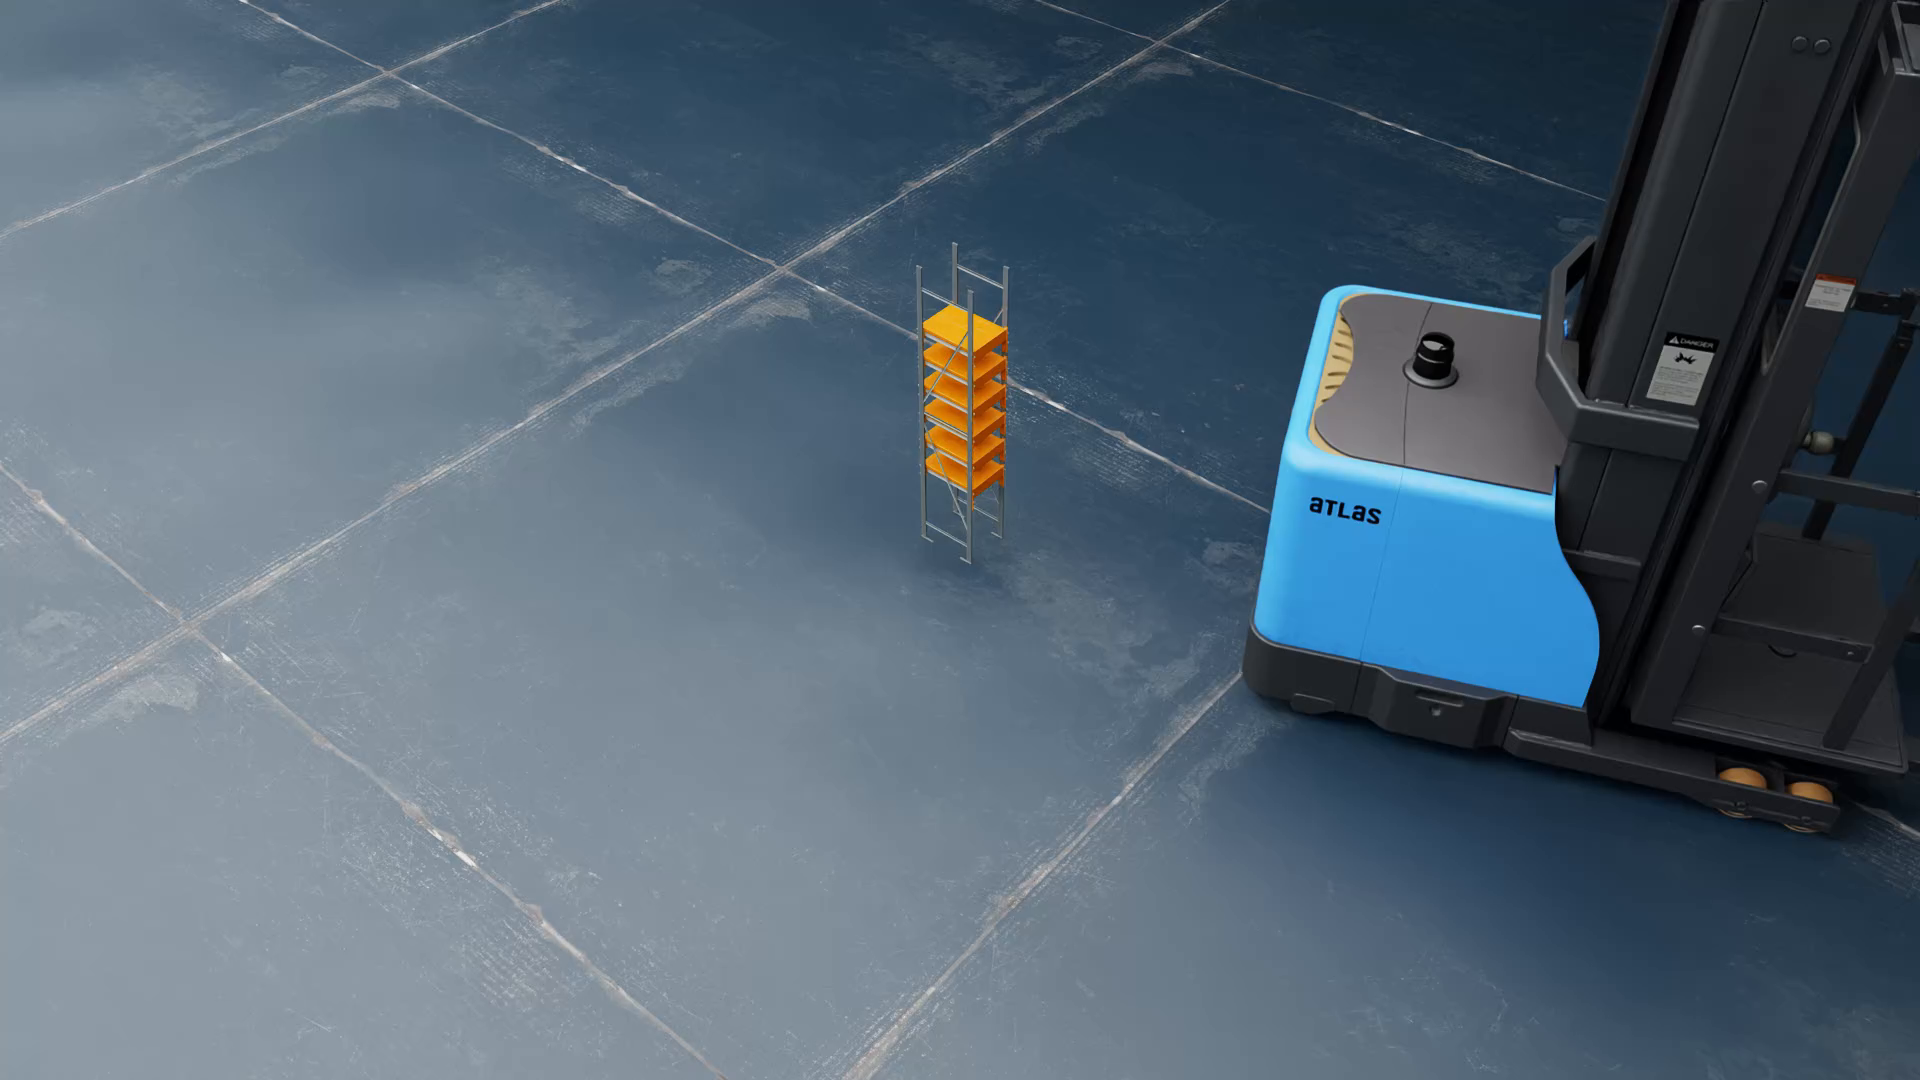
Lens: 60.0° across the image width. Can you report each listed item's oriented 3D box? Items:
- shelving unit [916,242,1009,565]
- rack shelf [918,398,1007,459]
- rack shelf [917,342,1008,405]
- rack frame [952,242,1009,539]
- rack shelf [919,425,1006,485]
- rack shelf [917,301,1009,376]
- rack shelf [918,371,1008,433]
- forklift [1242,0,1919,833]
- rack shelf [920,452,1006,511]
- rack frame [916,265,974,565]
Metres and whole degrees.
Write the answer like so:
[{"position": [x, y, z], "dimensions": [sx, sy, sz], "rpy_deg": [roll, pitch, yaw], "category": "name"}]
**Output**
[{"position": [0.009, -0.451, 5.855], "dimensions": [0.258, 1.200, 0.189], "rpy_deg": [29, 50, 28], "category": "shelving unit"}, {"position": [0.009, -0.419, 5.884], "dimensions": [0.258, 0.103, 0.180], "rpy_deg": [29, 50, 28], "category": "rack shelf"}, {"position": [0.009, -0.596, 5.723], "dimensions": [0.258, 0.103, 0.180], "rpy_deg": [29, 50, 28], "category": "rack shelf"}, {"position": [0.068, -0.499, 5.906], "dimensions": [0.240, 1.200, 0.006], "rpy_deg": [29, 50, 28], "category": "rack frame"}, {"position": [0.009, -0.330, 5.965], "dimensions": [0.258, 0.103, 0.180], "rpy_deg": [29, 50, 28], "category": "rack shelf"}, {"position": [0.009, -0.685, 5.642], "dimensions": [0.258, 0.103, 0.180], "rpy_deg": [29, 50, 28], "category": "rack shelf"}, {"position": [0.009, -0.507, 5.804], "dimensions": [0.258, 0.103, 0.180], "rpy_deg": [29, 50, 28], "category": "rack shelf"}, {"position": [2.533, -0.566, 4.694], "dimensions": [3.031, 2.935, 1.130], "rpy_deg": [12, 44, 13], "category": "forklift"}, {"position": [0.009, -0.241, 6.046], "dimensions": [0.258, 0.103, 0.180], "rpy_deg": [29, 50, 28], "category": "rack shelf"}, {"position": [-0.050, -0.404, 5.803], "dimensions": [0.240, 1.200, 0.006], "rpy_deg": [29, 50, 28], "category": "rack frame"}]
